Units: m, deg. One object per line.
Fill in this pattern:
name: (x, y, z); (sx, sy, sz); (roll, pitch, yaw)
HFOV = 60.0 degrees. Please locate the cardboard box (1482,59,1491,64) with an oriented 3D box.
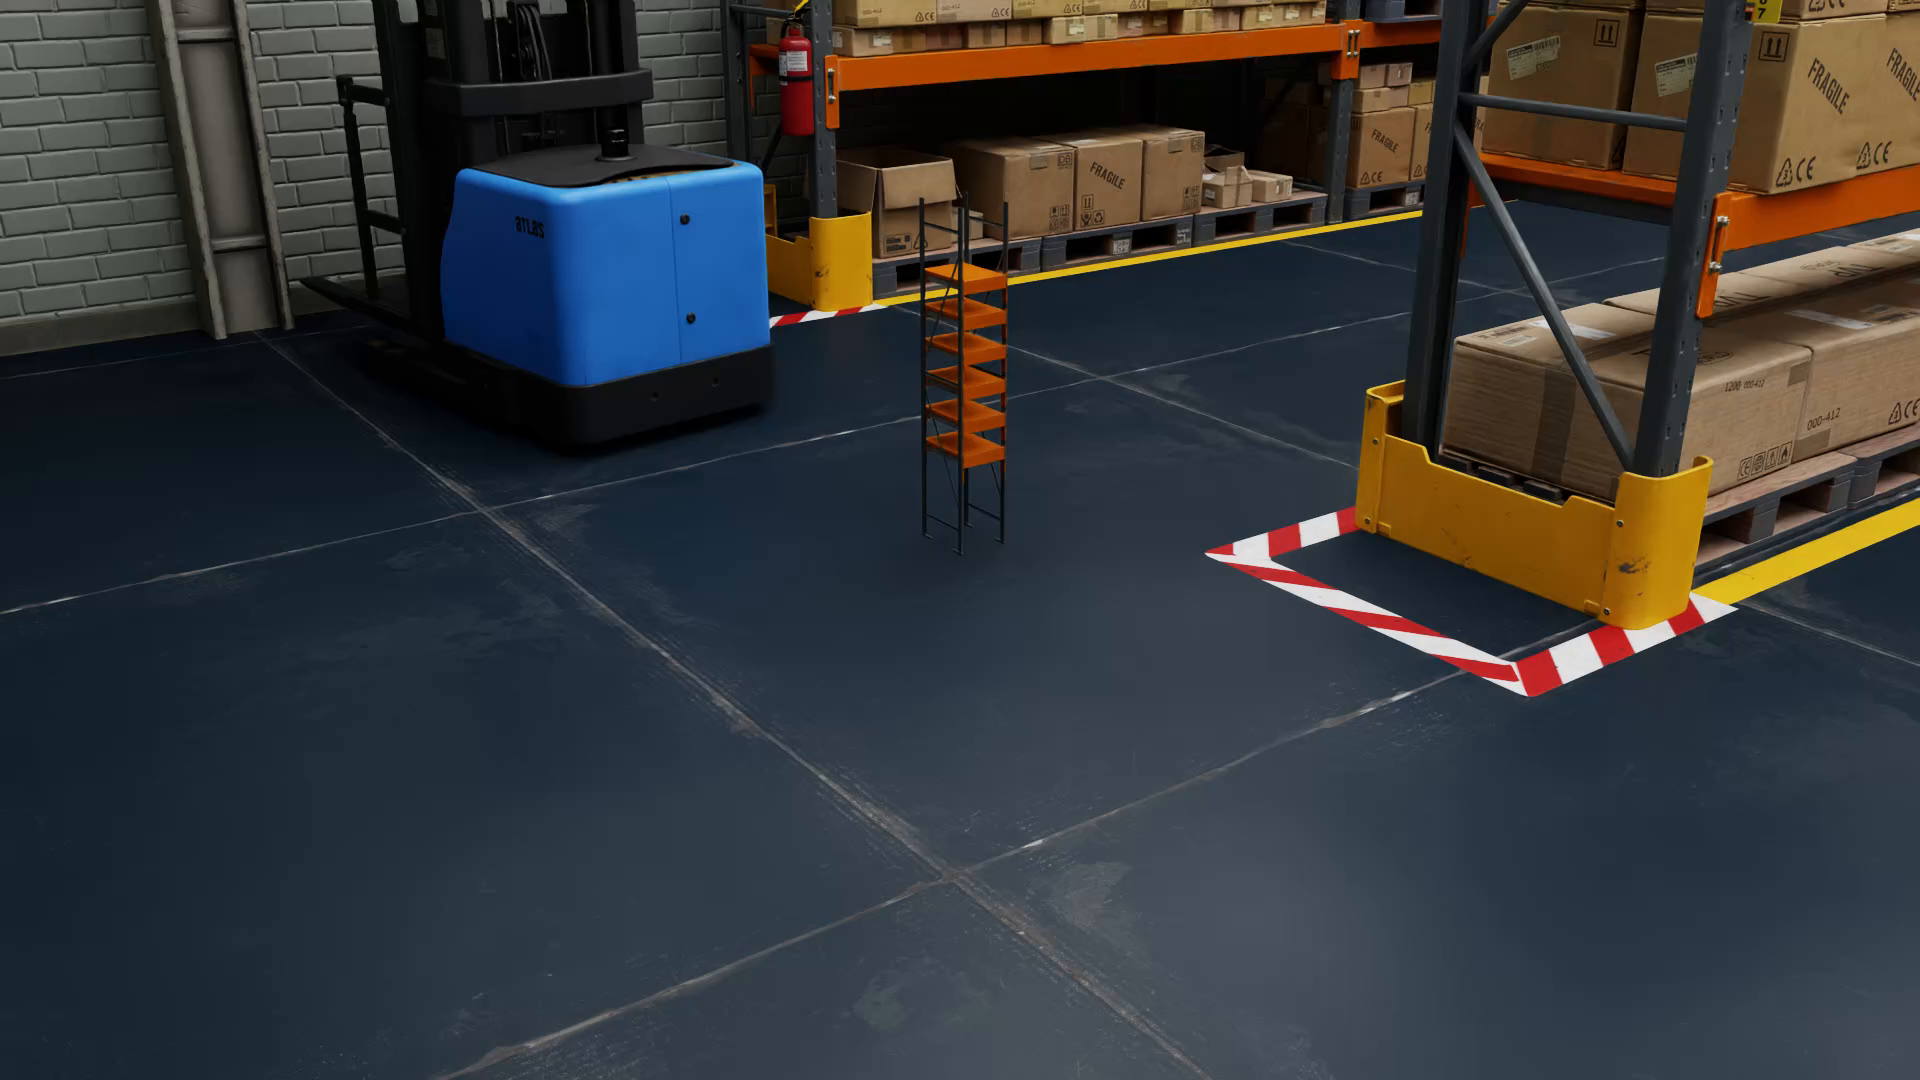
cardboard box: (4.048, -3.631, 12.878); (0.250, 0.149, 0.380); (-16, 27, -34)

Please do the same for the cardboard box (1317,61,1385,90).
cardboard box: (2.662, -3.167, 11.316); (0.250, 0.149, 0.380); (-15, 26, -34)

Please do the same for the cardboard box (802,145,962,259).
cardboard box: (-0.444, -1.952, 9.542); (0.637, 0.503, 0.797); (-16, 27, -35)

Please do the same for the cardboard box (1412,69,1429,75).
cardboard box: (3.231, -3.400, 12.301); (0.250, 0.149, 0.380); (-14, 26, -31)

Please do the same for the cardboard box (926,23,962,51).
cardboard box: (-0.196, -2.820, 9.256); (0.250, 0.149, 0.380); (-15, 26, -34)

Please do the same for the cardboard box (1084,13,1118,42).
cardboard box: (0.708, -3.011, 9.734); (0.250, 0.149, 0.380); (-14, 26, -32)

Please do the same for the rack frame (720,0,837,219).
rack frame: (-0.996, -2.812, 8.896); (0.127, 3.000, 1.000); (-15, 26, -33)

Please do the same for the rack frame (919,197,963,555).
rack frame: (-0.063, -0.541, 5.632); (0.006, 1.200, 0.240); (-15, 26, -33)

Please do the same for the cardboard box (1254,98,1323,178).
cardboard box: (2.477, -2.907, 11.941); (0.500, 0.500, 0.500); (-15, 26, -33)

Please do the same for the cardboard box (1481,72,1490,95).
cardboard box: (3.721, -3.312, 12.081); (0.250, 0.149, 0.380); (-14, 26, -31)

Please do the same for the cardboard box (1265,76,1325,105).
cardboard box: (2.381, -3.180, 11.748); (0.250, 0.149, 0.380); (-16, 27, -35)

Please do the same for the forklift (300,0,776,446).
forklift: (-2.183, -2.200, 7.456); (1.130, 2.935, 3.031); (-19, 29, -40)

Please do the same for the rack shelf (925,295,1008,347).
rack shelf: (0.012, -0.742, 5.609); (0.180, 0.103, 0.258); (-15, 26, -33)

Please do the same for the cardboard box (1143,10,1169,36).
cardboard box: (1.050, -3.155, 10.095); (0.250, 0.149, 0.380); (-14, 26, -32)

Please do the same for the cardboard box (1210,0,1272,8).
cardboard box: (1.582, -3.450, 10.296); (0.500, 0.250, 0.500); (-15, 26, -33)

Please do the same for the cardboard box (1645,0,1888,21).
cardboard box: (2.462, -1.849, 4.998); (0.500, 0.500, 0.500); (-16, 27, -34)

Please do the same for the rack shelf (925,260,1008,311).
rack shelf: (0.012, -0.853, 5.565); (0.180, 0.103, 0.258); (-15, 26, -33)

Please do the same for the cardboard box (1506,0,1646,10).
cardboard box: (2.158, -2.006, 5.393); (0.500, 0.500, 0.500); (-14, 26, -31)

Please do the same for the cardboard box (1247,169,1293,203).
cardboard box: (1.970, -2.340, 10.993); (0.250, 0.149, 0.380); (-16, 27, -34)

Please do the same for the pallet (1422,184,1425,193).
pallet: (3.880, -2.836, 12.718); (1.213, 0.211, 1.003); (-15, 26, -33)

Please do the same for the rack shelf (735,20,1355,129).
rack shelf: (0.628, -2.911, 10.115); (4.000, 0.370, 1.077); (-15, 26, -33)

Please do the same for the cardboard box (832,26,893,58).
cardboard box: (-0.569, -2.684, 8.914); (0.250, 0.149, 0.380); (-15, 26, -33)

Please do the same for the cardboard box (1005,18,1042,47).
cardboard box: (0.257, -2.916, 9.495); (0.250, 0.149, 0.380); (-14, 26, -32)

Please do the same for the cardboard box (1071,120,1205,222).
cardboard box: (1.115, -2.348, 10.540); (0.500, 0.500, 0.700); (-16, 27, -35)

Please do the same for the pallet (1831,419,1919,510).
pallet: (3.499, -0.484, 6.824); (1.213, 0.211, 1.003); (-15, 26, -33)

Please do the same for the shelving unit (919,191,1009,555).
shelving unit: (0.012, -0.560, 5.682); (0.189, 1.200, 0.258); (-15, 26, -33)

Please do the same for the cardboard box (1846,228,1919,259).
cardboard box: (4.581, -1.087, 7.463); (0.875, 0.438, 0.875); (-15, 26, -34)

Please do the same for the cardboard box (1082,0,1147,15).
cardboard box: (0.751, -3.235, 9.757); (0.500, 0.250, 0.500); (-16, 27, -34)

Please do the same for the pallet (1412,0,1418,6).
pallet: (3.922, -4.032, 12.213); (1.213, 0.211, 1.003); (-15, 26, -33)

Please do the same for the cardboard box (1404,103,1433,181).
cardboard box: (3.202, -2.867, 11.841); (0.500, 0.500, 0.500); (-15, 26, -34)

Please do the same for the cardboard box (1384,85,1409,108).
cardboard box: (2.877, -3.094, 11.534); (0.250, 0.149, 0.380); (-16, 27, -34)

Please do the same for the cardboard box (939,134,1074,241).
cardboard box: (0.272, -2.123, 9.977); (0.500, 0.500, 0.700); (-14, 26, -31)

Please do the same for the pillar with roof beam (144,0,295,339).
pillar with roof beam: (-1.197, -3.991, 3.756); (0.400, 9.000, 9.100); (-15, 26, -33)

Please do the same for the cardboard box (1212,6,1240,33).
cardboard box: (1.515, -3.241, 10.311); (0.250, 0.149, 0.380); (-14, 26, -31)

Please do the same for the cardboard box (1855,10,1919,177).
cardboard box: (2.858, -1.501, 5.477); (0.500, 0.500, 0.500); (-15, 26, -34)

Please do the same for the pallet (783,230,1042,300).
pallet: (-0.288, -1.706, 9.888); (1.213, 0.211, 1.003); (-15, 26, -33)

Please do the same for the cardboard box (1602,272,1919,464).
cardboard box: (3.121, -0.698, 6.489); (0.875, 0.438, 0.875); (-14, 26, -31)

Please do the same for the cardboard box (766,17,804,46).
cardboard box: (-0.884, -2.848, 9.325); (0.250, 0.149, 0.380); (-15, 26, -33)

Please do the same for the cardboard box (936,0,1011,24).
cardboard box: (-0.061, -3.007, 9.186); (0.500, 0.250, 0.500); (-15, 26, -32)

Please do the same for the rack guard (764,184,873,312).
rack guard: (-0.934, -1.668, 9.401); (0.348, 0.500, 1.175); (-15, 26, -33)

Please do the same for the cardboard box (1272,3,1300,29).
cardboard box: (1.941, -3.353, 10.592); (0.250, 0.149, 0.380); (-14, 26, -31)

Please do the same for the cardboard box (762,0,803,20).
cardboard box: (-0.778, -3.060, 9.319); (0.500, 0.250, 0.500); (-14, 26, -31)

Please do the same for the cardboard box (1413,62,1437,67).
cardboard box: (3.630, -3.518, 12.597); (0.250, 0.149, 0.380); (-16, 27, -35)

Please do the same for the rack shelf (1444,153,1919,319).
rack shelf: (3.529, -1.418, 6.374); (4.000, 0.370, 1.077); (-15, 26, -33)

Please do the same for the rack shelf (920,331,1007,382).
rack shelf: (0.012, -0.631, 5.654); (0.180, 0.103, 0.258); (-15, 26, -33)

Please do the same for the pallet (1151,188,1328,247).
pallet: (1.693, -2.234, 11.211); (1.213, 0.211, 1.003); (-15, 26, -33)

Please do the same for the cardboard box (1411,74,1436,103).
cardboard box: (3.293, -3.216, 11.841); (0.250, 0.149, 0.380); (-15, 26, -34)
